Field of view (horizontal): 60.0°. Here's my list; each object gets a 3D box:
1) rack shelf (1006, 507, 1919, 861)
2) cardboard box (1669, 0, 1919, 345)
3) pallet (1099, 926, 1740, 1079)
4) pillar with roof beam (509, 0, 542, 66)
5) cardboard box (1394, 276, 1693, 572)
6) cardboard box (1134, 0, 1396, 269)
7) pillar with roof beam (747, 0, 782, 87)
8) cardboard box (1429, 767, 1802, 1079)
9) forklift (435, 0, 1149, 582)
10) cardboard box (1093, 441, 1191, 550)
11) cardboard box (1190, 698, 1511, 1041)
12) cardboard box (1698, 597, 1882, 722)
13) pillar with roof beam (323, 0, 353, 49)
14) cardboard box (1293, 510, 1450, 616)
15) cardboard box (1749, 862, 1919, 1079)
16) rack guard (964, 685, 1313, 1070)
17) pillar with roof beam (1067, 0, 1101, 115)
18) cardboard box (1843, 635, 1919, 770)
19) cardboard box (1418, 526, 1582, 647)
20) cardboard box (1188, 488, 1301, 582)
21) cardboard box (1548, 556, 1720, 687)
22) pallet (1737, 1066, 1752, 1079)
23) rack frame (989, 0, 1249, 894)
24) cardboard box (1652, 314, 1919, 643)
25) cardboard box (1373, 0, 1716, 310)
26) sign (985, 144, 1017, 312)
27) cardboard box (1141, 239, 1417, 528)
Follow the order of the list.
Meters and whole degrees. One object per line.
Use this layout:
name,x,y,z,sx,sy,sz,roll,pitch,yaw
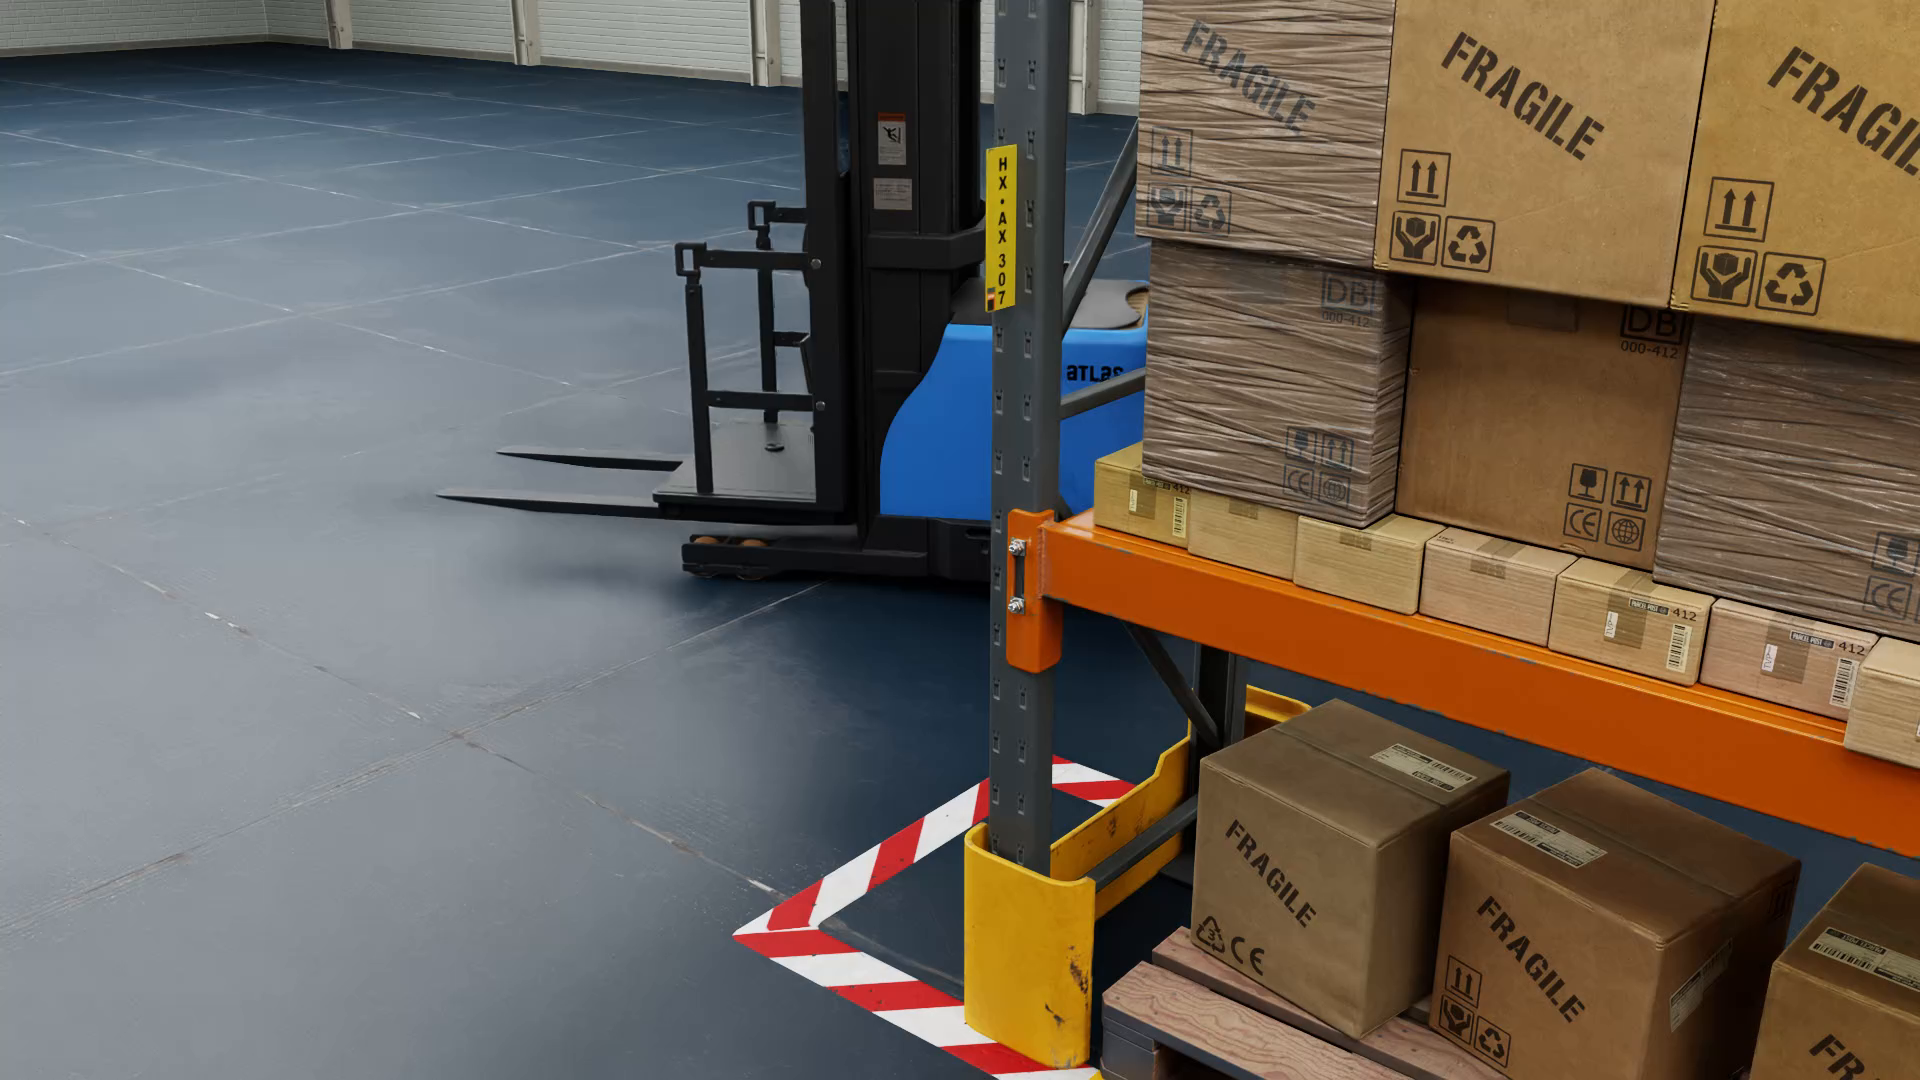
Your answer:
rack shelf,1.977,0.412,2.845,4.000,0.370,1.077,16,26,36
cardboard box,1.453,-0.603,2.536,0.500,0.500,0.500,16,26,36
pallet,1.094,1.142,3.842,1.213,0.211,1.003,16,26,36
pillar with roof beam,-10.402,-11.498,24.906,0.400,9.000,9.100,16,26,36
cardboard box,1.300,-0.348,3.277,0.500,0.500,0.875,16,26,36
cardboard box,0.682,-0.828,3.131,0.500,0.500,0.500,16,26,36
pillar with roof beam,-5.754,-10.160,21.356,0.400,9.000,9.100,16,26,36
cardboard box,1.386,0.870,3.558,0.500,0.500,0.500,-14,25,-33
forklift,-0.679,-1.384,6.685,3.031,2.935,1.130,3,21,9
cardboard box,0.498,-0.125,3.604,0.250,0.149,0.380,16,26,36
cardboard box,0.901,0.746,3.886,0.500,0.500,0.500,-17,26,-37
cardboard box,1.471,0.152,2.869,0.250,0.149,0.380,16,26,36
pillar with roof beam,-15.051,-12.837,28.455,0.400,9.000,9.100,16,26,36
cardboard box,0.864,-0.004,3.283,0.250,0.149,0.380,16,26,36
cardboard box,1.859,1.015,3.173,0.500,0.500,0.500,19,28,41
rack guard,0.487,0.816,4.297,0.348,0.500,1.175,16,26,36
pillar with roof beam,-1.106,-8.821,17.806,0.400,9.000,9.100,16,26,36
cardboard box,1.599,0.236,2.646,0.250,0.149,0.380,16,26,36
cardboard box,1.071,0.046,3.150,0.250,0.149,0.380,16,26,36
cardboard box,0.680,-0.064,3.442,0.250,0.149,0.380,16,26,36
cardboard box,1.260,0.104,2.997,0.250,0.149,0.380,16,26,36
pallet,2.035,1.414,3.120,1.213,0.211,1.003,16,26,36
rack frame,0.428,-0.371,3.901,0.127,3.000,1.000,16,26,36
cardboard box,1.660,-0.225,2.950,0.500,0.500,0.875,16,26,36
cardboard box,1.065,-0.714,2.831,0.500,0.500,0.500,16,26,36
sign,0.085,-0.628,3.355,0.005,0.325,0.100,16,26,36
cardboard box,0.837,-0.427,3.486,0.500,0.500,0.875,16,26,36
